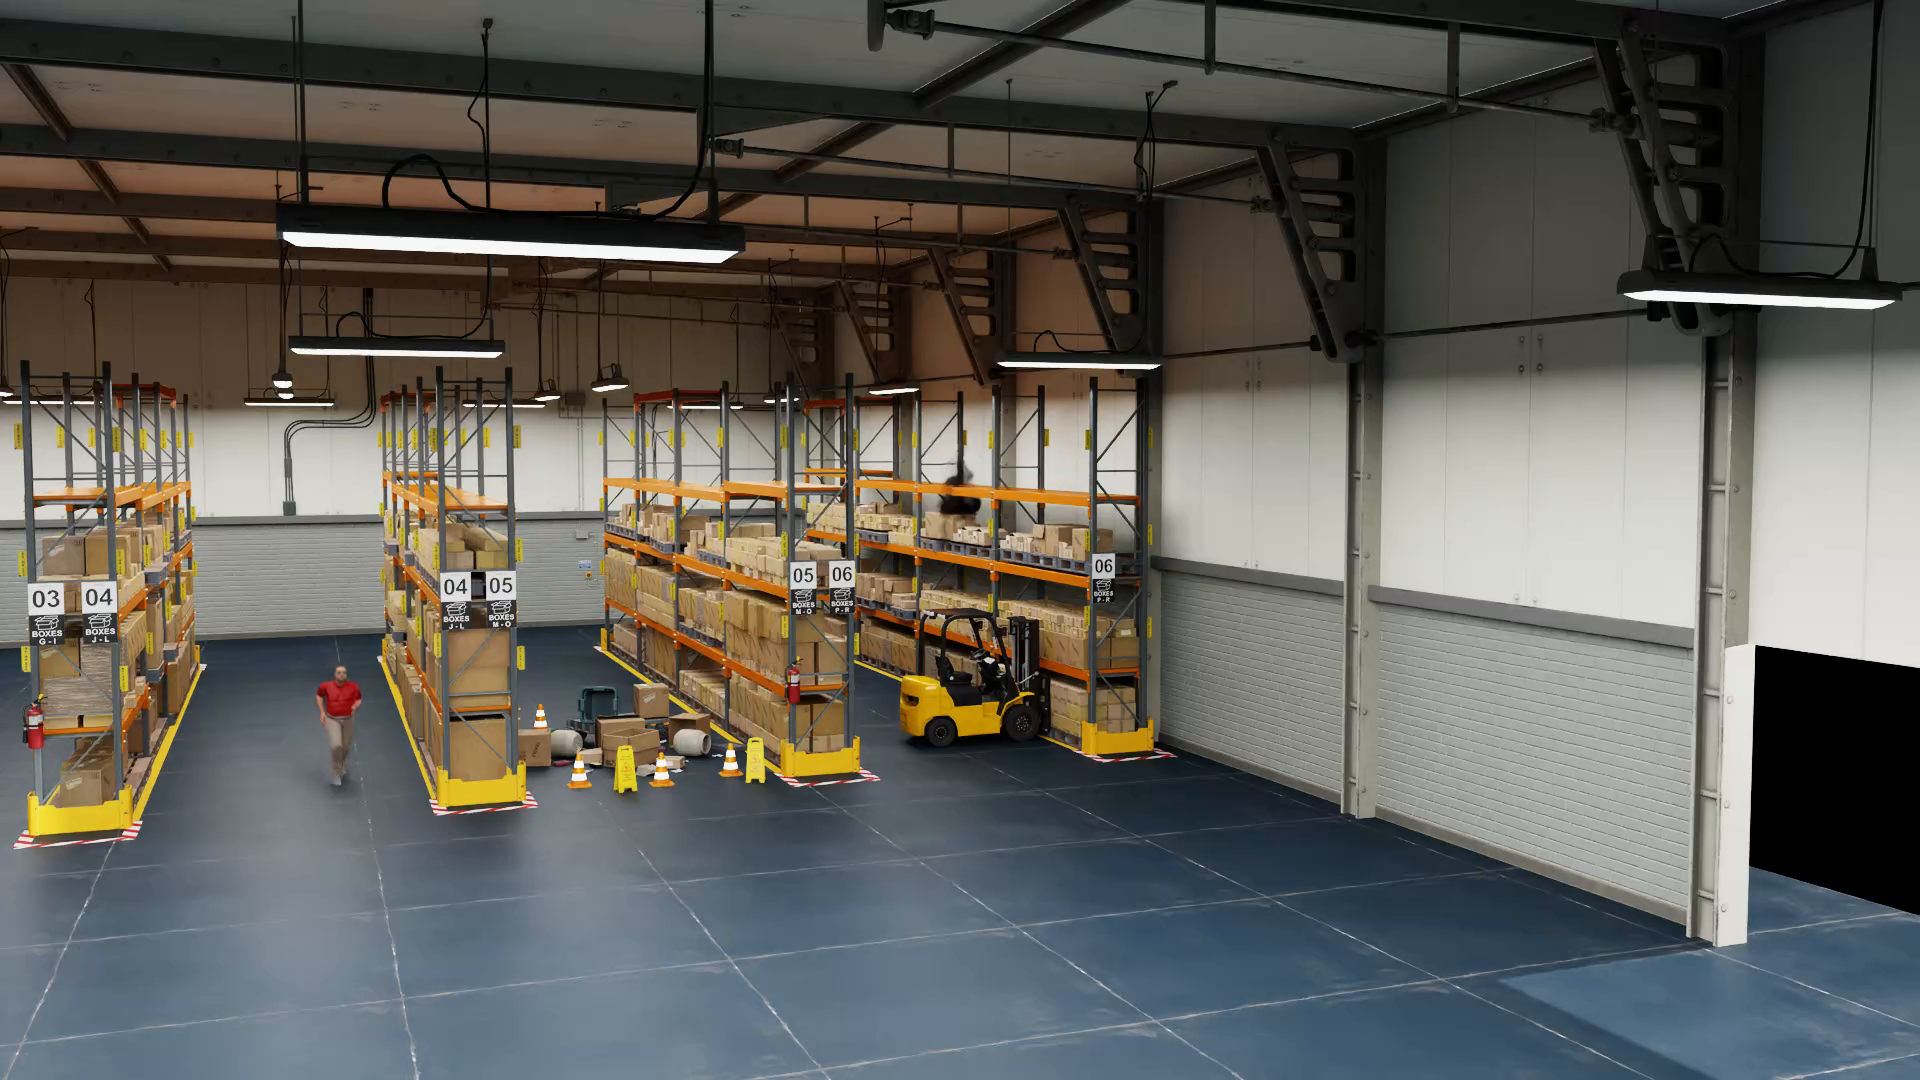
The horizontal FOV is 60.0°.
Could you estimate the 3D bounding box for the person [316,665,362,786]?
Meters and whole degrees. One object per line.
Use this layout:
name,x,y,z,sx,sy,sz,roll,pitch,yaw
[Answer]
person,-9.065,2.706,24.342,0.573,1.777,0.867,-2,4,-36
